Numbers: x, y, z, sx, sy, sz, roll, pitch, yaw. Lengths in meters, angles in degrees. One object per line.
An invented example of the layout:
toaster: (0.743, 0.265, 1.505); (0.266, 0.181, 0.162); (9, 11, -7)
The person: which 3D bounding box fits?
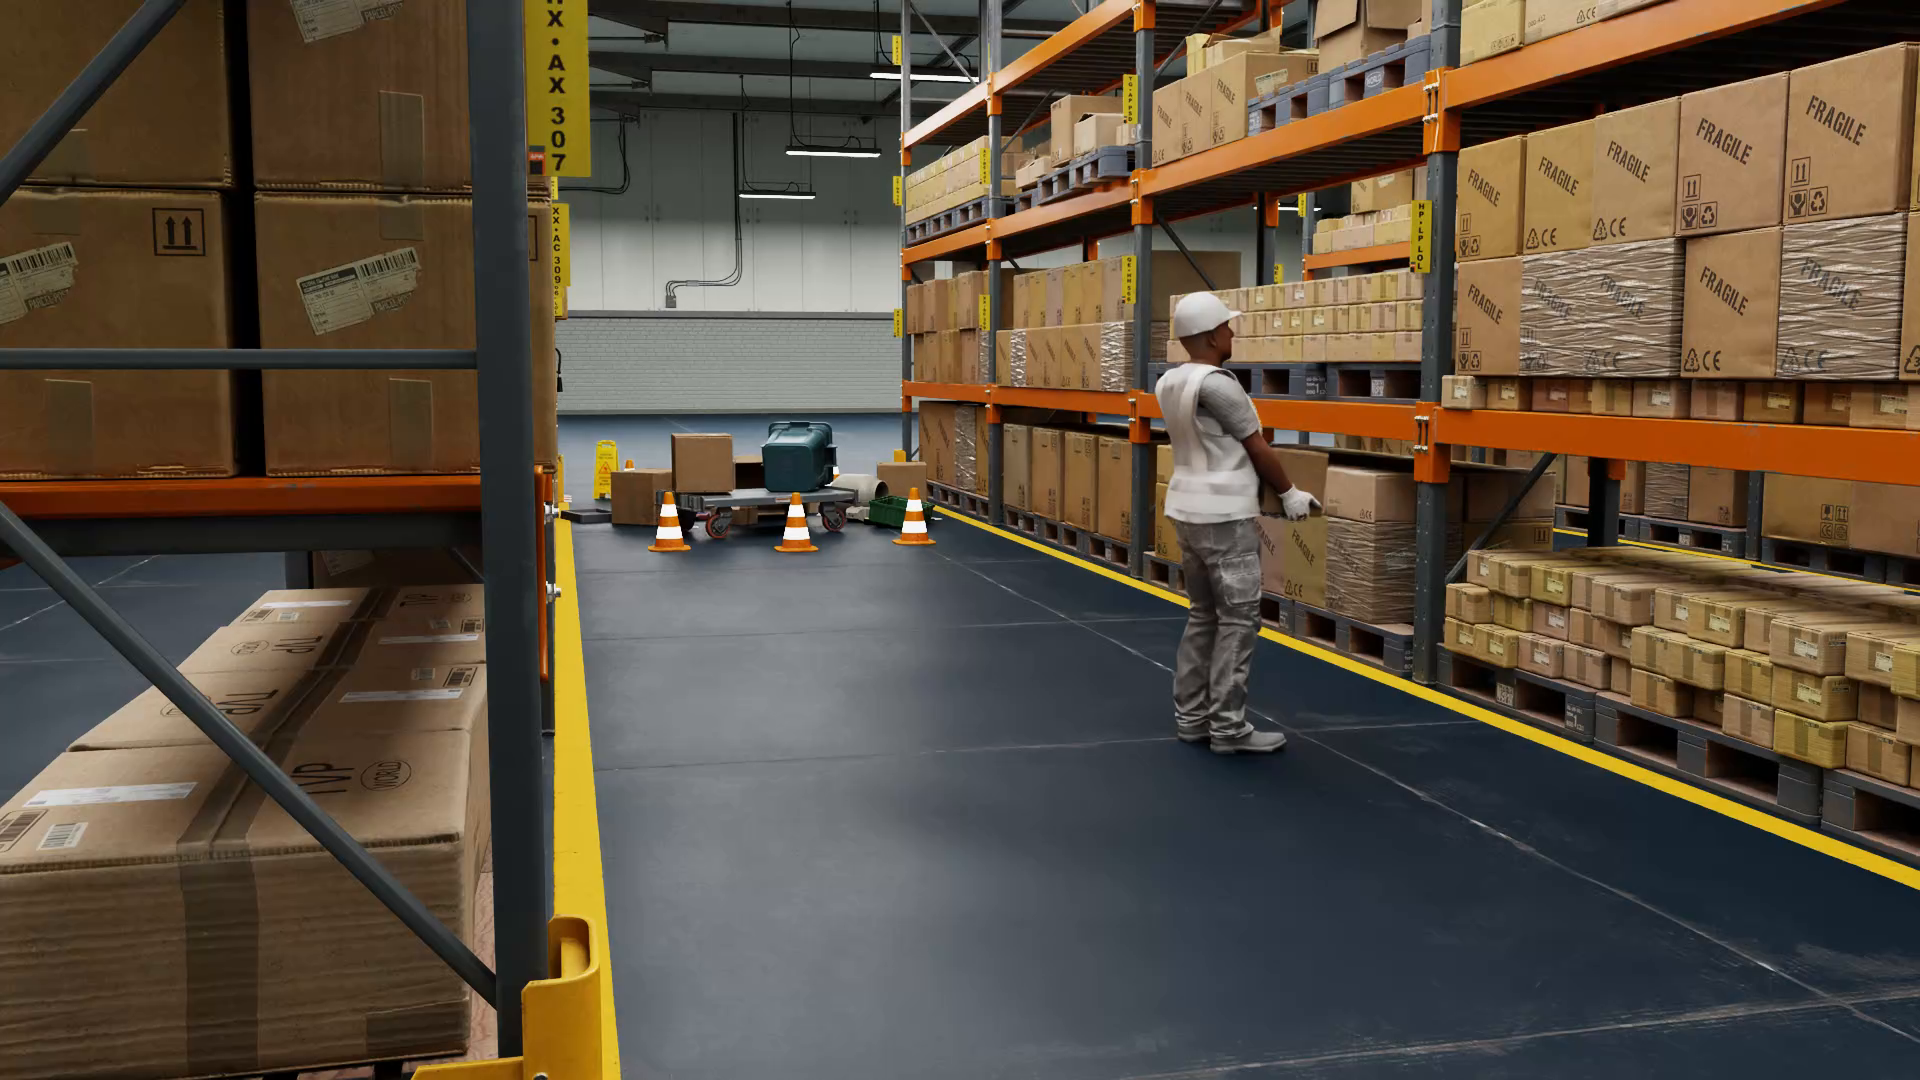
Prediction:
person: (1.086, -0.073, 6.515); (0.574, 1.780, 0.490); (-1, 6, -14)
